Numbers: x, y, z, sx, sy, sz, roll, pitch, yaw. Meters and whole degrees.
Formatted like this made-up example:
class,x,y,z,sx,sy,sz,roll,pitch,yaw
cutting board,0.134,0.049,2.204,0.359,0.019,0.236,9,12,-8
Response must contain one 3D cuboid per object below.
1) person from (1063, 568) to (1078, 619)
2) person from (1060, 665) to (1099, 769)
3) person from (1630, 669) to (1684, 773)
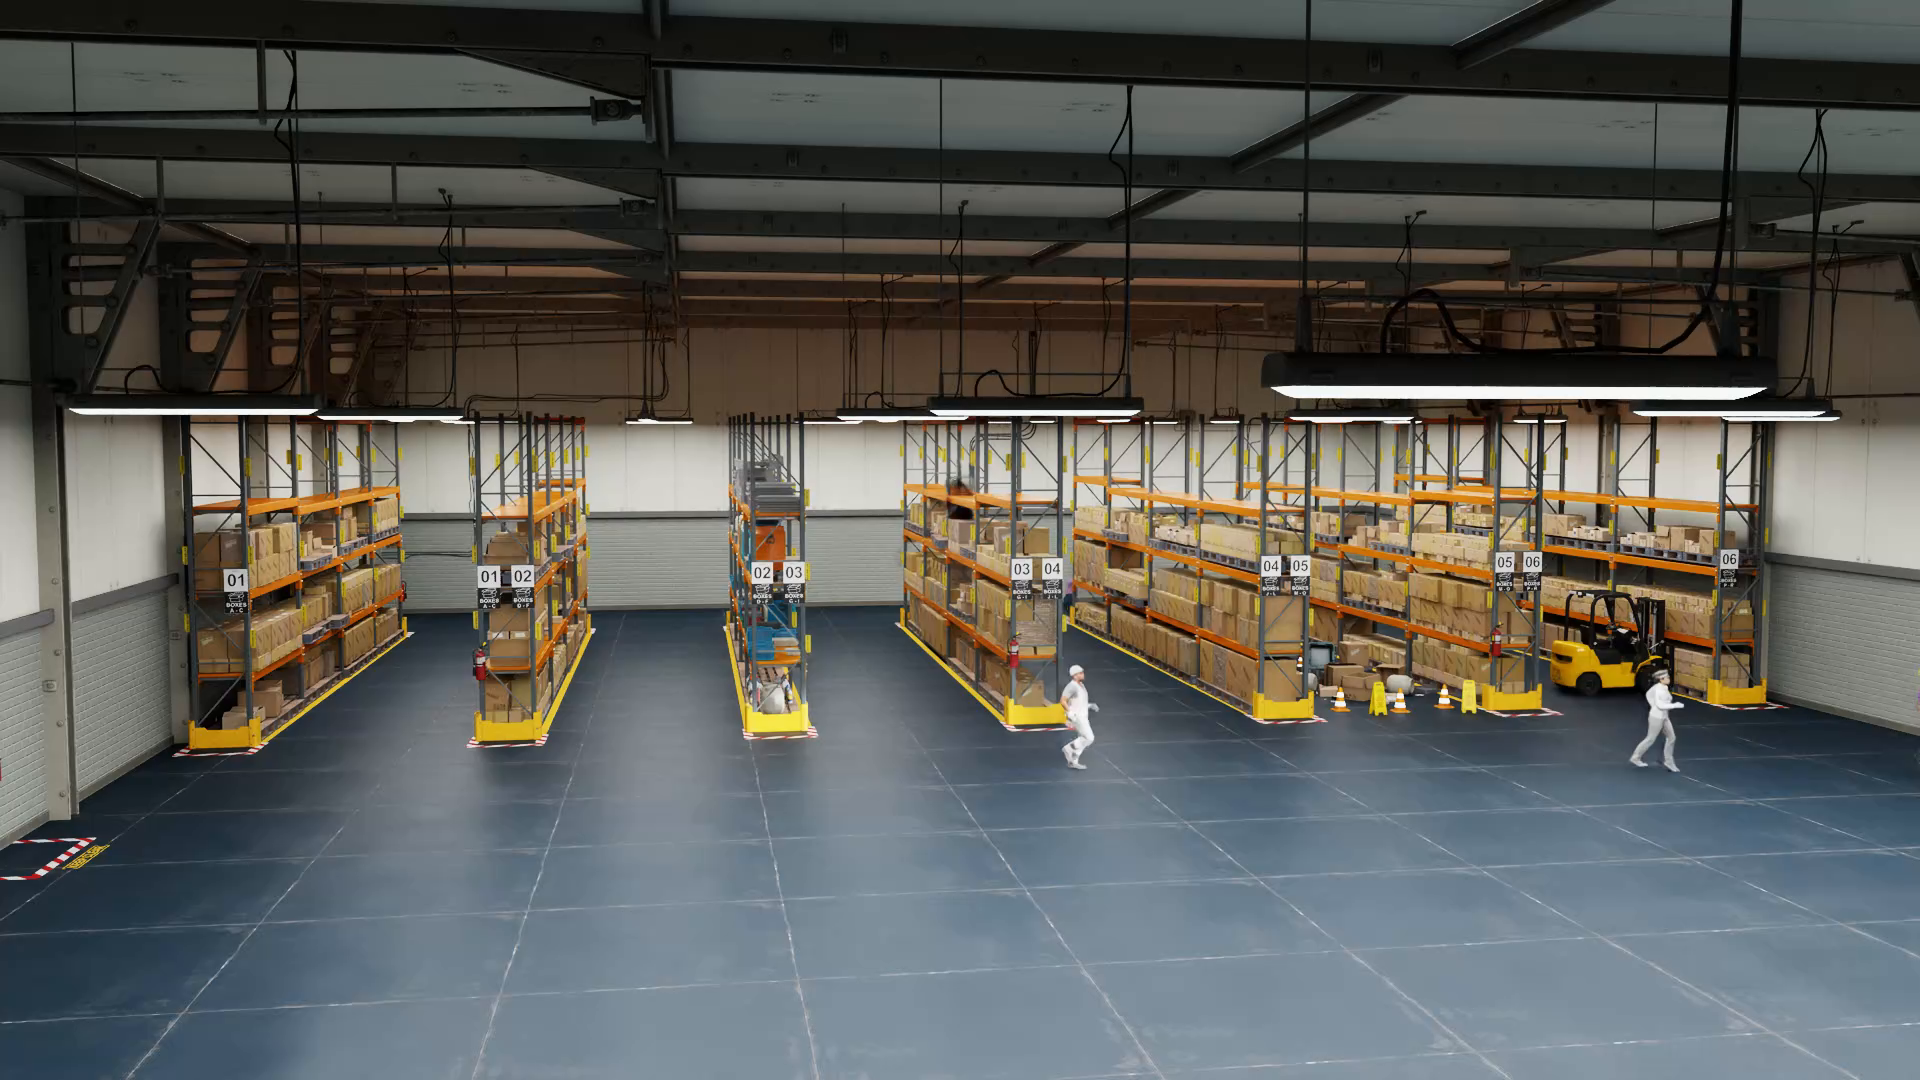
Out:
class,x,y,z,sx,sy,sz,roll,pitch,yaw
person,3.295,1.593,49.468,0.478,1.548,0.605,-1,4,-15
person,2.012,2.962,27.805,0.580,1.737,0.657,1,4,21
person,11.608,2.998,27.651,0.816,1.737,0.557,3,5,33
